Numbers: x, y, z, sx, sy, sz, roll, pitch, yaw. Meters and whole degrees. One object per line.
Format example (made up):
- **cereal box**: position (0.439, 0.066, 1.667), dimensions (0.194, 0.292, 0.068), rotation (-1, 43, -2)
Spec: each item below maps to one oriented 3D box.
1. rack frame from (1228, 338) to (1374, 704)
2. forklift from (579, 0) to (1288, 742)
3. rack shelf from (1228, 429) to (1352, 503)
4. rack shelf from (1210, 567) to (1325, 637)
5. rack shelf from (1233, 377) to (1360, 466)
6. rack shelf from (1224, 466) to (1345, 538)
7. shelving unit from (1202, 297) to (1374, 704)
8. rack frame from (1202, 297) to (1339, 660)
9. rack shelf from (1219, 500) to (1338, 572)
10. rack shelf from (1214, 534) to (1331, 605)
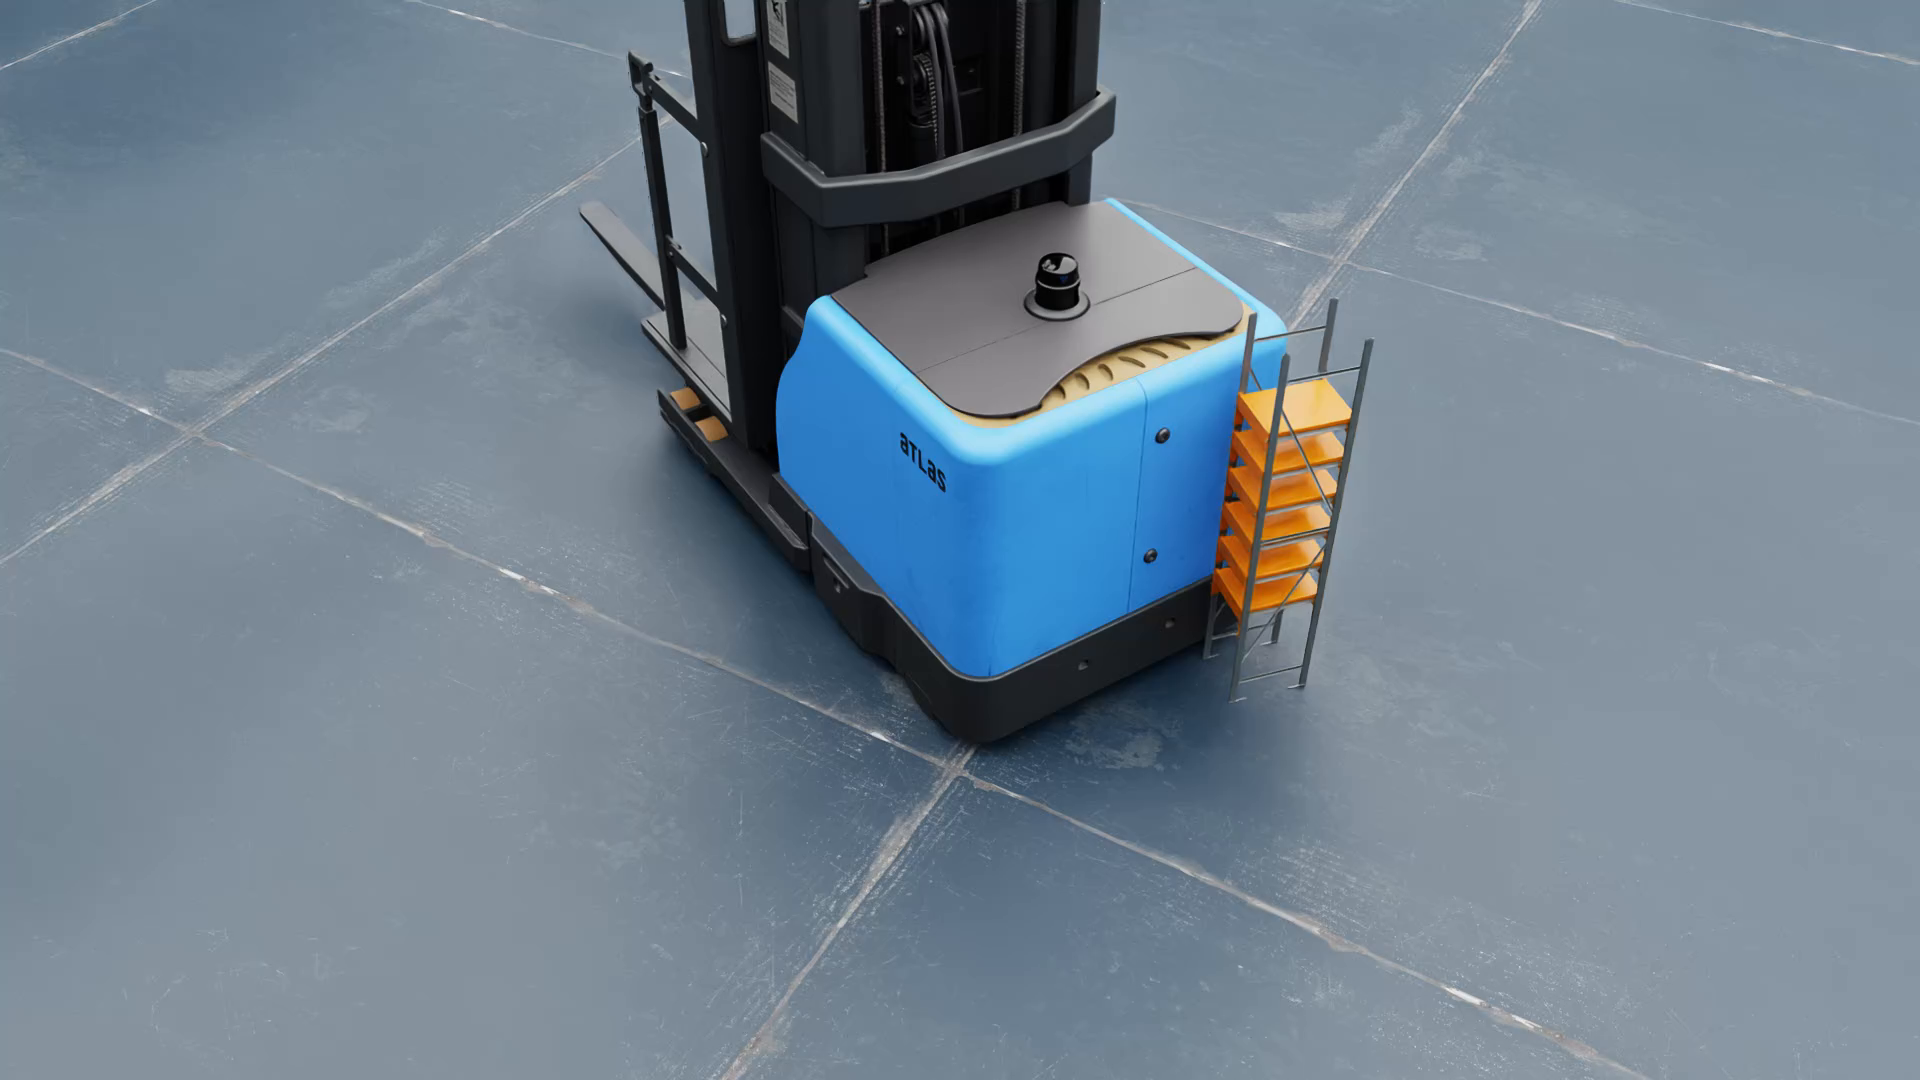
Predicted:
- **rack frame**: position (0.877, -0.009, 4.353), dimensions (0.240, 1.200, 0.006), rotation (-12, 43, -13)
- **forklift**: position (-0.358, -1.497, 4.732), dimensions (1.130, 2.935, 3.031), rotation (-23, 46, -24)
- **rack shelf**: position (0.849, -0.214, 4.289), dimensions (0.258, 0.103, 0.180), rotation (-12, 43, -13)
- **rack shelf**: position (0.849, 0.146, 4.606), dimensions (0.258, 0.103, 0.180), rotation (-12, 43, -13)
- **rack shelf**: position (0.849, -0.304, 4.210), dimensions (0.258, 0.103, 0.180), rotation (-12, 43, -13)
- **rack shelf**: position (0.849, -0.124, 4.368), dimensions (0.258, 0.103, 0.180), rotation (-12, 43, -13)
- **shelving unit**: position (0.849, -0.067, 4.418), dimensions (0.258, 1.200, 0.189), rotation (-12, 43, -13)
- **rack frame**: position (0.822, -0.125, 4.484), dimensions (0.240, 1.200, 0.006), rotation (-12, 43, -13)
- **rack shelf**: position (0.849, -0.034, 4.448), dimensions (0.258, 0.103, 0.180), rotation (-12, 43, -13)
- **rack shelf**: position (0.849, 0.056, 4.527), dimensions (0.258, 0.103, 0.180), rotation (-12, 43, -13)
